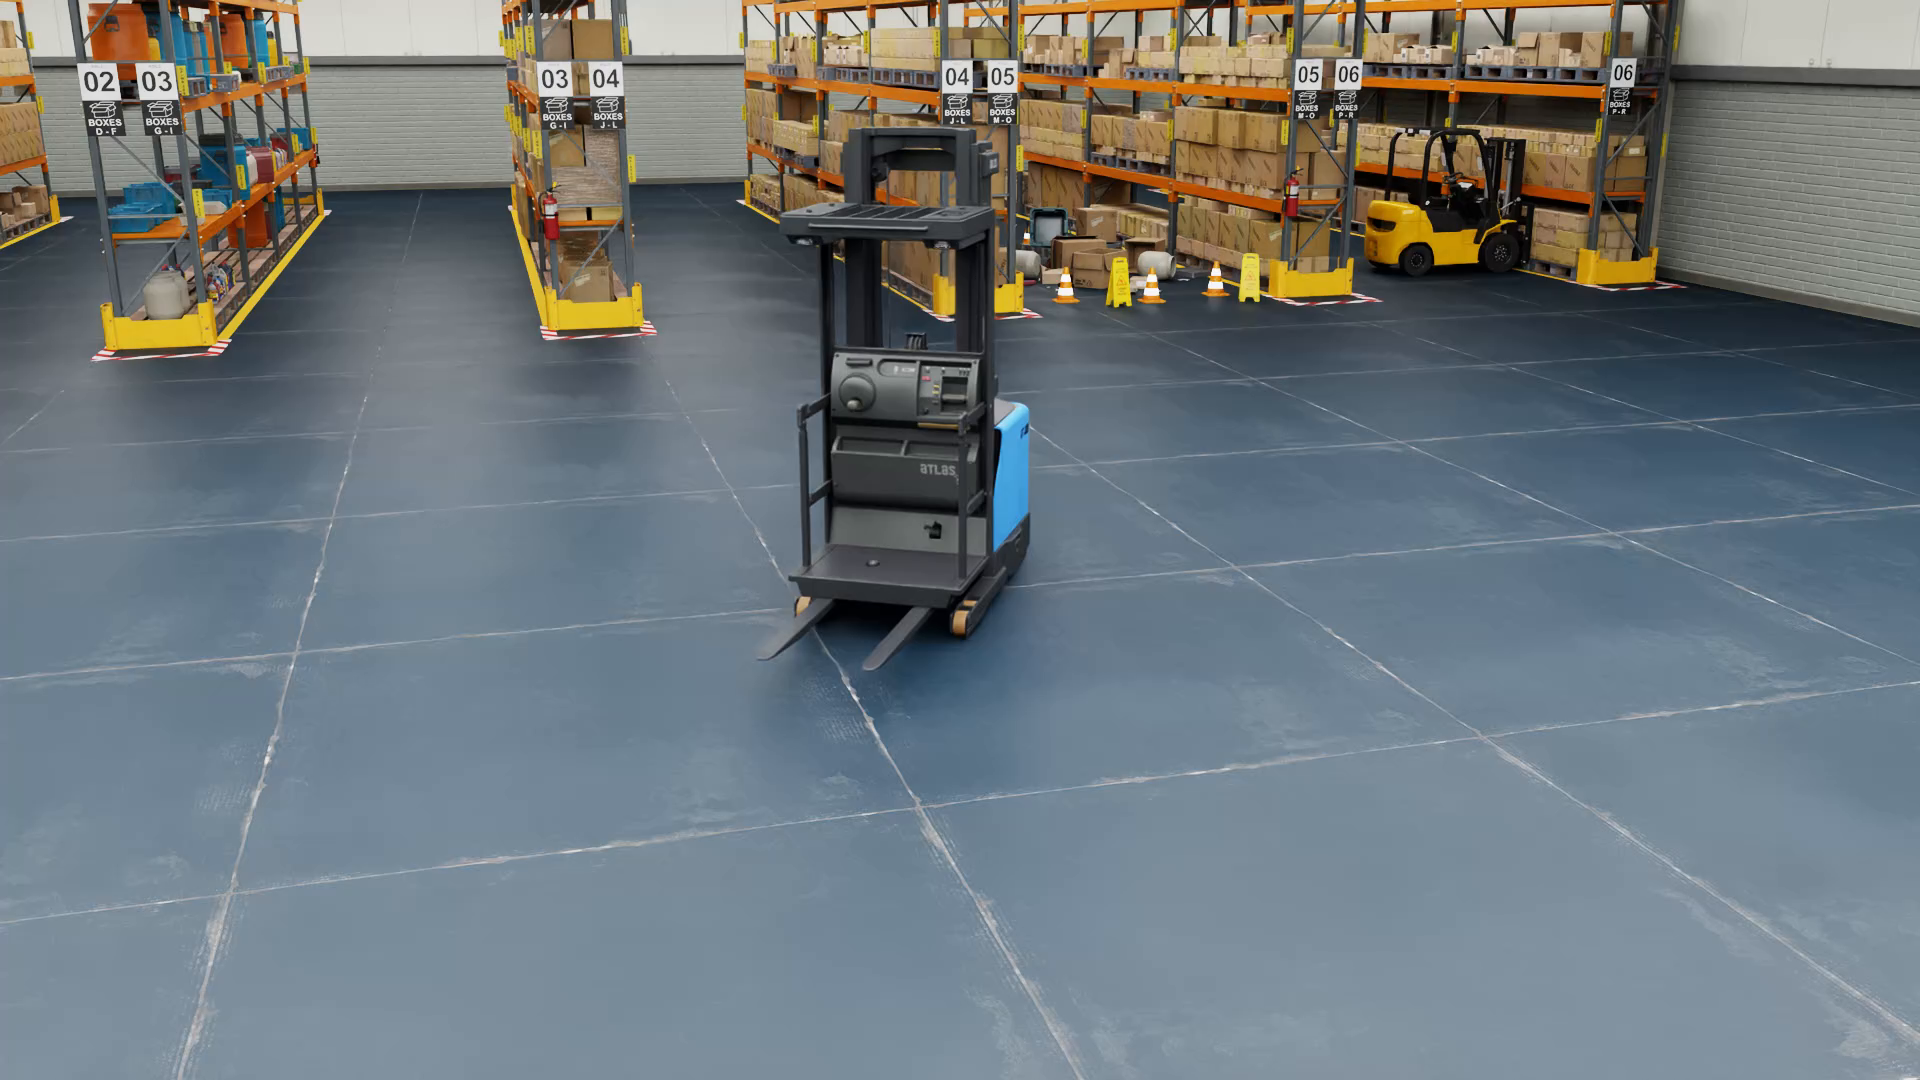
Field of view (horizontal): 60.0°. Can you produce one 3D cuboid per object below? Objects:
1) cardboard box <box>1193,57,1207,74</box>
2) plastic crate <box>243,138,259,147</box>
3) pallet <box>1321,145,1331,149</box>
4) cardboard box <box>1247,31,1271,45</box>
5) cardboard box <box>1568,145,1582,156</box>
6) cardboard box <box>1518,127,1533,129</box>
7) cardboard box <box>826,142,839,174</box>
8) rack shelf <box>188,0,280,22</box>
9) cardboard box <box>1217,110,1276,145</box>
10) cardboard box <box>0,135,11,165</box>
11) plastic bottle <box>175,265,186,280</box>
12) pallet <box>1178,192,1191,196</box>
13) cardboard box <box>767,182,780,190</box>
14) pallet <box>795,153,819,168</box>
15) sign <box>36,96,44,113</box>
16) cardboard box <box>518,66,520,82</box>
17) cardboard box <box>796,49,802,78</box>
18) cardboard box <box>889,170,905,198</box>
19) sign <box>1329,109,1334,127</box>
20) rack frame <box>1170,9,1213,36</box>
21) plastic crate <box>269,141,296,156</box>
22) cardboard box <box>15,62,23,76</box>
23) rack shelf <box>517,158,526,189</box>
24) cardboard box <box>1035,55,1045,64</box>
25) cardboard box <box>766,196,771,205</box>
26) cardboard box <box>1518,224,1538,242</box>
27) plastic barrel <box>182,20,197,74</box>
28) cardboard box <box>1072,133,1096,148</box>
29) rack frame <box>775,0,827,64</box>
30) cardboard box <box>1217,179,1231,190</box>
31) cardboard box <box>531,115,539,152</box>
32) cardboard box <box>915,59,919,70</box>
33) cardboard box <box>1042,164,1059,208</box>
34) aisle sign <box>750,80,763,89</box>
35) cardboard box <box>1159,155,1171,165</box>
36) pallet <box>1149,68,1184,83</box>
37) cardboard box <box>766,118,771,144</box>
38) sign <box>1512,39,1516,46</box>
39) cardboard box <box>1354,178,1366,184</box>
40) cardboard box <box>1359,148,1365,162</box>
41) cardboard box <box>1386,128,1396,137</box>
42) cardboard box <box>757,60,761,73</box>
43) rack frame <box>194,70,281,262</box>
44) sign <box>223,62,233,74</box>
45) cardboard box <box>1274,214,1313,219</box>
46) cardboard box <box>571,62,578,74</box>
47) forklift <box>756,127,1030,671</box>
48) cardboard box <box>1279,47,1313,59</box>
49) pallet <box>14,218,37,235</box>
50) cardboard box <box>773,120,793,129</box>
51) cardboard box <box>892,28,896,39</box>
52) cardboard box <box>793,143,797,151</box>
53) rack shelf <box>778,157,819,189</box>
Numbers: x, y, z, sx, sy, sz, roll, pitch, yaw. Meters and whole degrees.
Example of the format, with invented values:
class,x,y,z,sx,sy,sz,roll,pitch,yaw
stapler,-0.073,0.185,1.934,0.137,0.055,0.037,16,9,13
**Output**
class,x,y,z,sx,sy,sz,roll,pitch,yaw
cardboard box,3.878,-7.216,25.290,0.500,0.250,0.500,-5,17,-16
plastic crate,-13.076,-7.155,30.481,0.392,0.384,0.575,-5,17,-15
pallet,7.288,-7.584,32.319,1.213,0.211,1.003,-5,17,-15
cardboard box,6.189,-10.396,34.427,0.396,0.266,0.258,-5,17,-16
cardboard box,9.277,-5.782,24.684,0.380,0.149,0.250,-4,17,-14
cardboard box,9.263,-6.615,26.941,0.380,0.149,0.250,-5,17,-16
cardboard box,-1.955,-6.443,28.014,0.500,0.500,0.500,-5,17,-16
rack shelf,-12.070,-8.816,27.604,1.077,0.370,4.000,-5,17,-15
cardboard box,4.244,-6.103,24.627,0.700,0.500,0.500,-5,17,-16
cardboard box,-17.405,-6.993,29.844,0.500,0.500,0.500,-4,17,-14
plastic bottle,-10.460,-3.516,22.284,0.144,0.351,0.185,-5,17,-15
pallet,5.584,-8.130,38.650,1.003,0.211,1.213,-5,17,-15
cardboard box,-3.752,-7.267,34.123,0.380,0.149,0.250,-6,18,-18
pallet,-2.260,-6.778,29.636,1.213,0.211,1.003,-5,17,-15
sign,-17.944,-8.492,32.446,0.100,0.325,0.005,-5,17,-15
cardboard box,-6.874,-7.532,26.858,0.500,0.250,0.500,-4,17,-14
cardboard box,-2.646,-8.579,29.911,0.500,0.500,0.500,-5,17,-15
cardboard box,-0.541,-5.236,23.910,0.875,0.550,0.550,-5,17,-15
sign,7.022,-7.965,31.379,0.100,0.325,0.005,-5,17,-15
rack frame,5.343,-12.580,38.189,1.000,3.000,0.127,-5,17,-15
plastic crate,-12.862,-7.441,31.610,0.437,0.282,0.530,-5,17,-15
cardboard box,-17.961,-8.852,31.253,0.500,0.250,0.500,-5,17,-15
rack shelf,-7.308,-6.526,29.713,1.077,0.370,4.000,-5,17,-15
cardboard box,1.682,-9.355,32.344,0.380,0.166,0.250,-6,18,-19
cardboard box,-3.781,-6.991,34.238,0.380,0.149,0.250,-5,17,-15
cardboard box,9.016,-4.795,25.883,0.500,0.250,0.500,-5,17,-17
plastic barrel,-10.770,-6.619,22.688,0.600,0.901,0.708,-5,17,-15
cardboard box,2.393,-7.382,30.705,0.500,0.250,0.500,-5,17,-15
rack frame,-3.061,-10.661,31.800,1.000,3.000,0.127,-5,17,-15
cardboard box,4.086,-5.339,24.949,0.380,0.149,0.250,-5,17,-15
cardboard box,-5.641,-5.597,22.942,0.500,0.500,0.500,-5,17,-15
cardboard box,-0.389,-6.309,22.061,0.380,0.149,0.250,-5,17,-15
cardboard box,2.174,-6.976,32.925,0.875,0.875,0.875,-4,17,-14
aisle sign,-4.469,-10.135,35.961,0.394,0.787,0.004,-5,17,-15
cardboard box,3.462,-6.195,27.069,0.380,0.149,0.250,-4,17,-14
pallet,3.802,-7.520,26.884,1.213,0.211,1.003,-5,17,-15
cardboard box,-3.607,-8.233,33.456,0.500,0.500,0.500,-5,17,-17
sign,9.174,-8.154,27.632,0.100,0.325,0.005,-5,17,-15
cardboard box,7.698,-6.977,32.454,0.380,0.149,0.250,-4,17,-12
cardboard box,7.562,-7.140,30.770,0.500,0.250,0.500,-5,17,-16
cardboard box,7.806,-7.241,29.543,0.380,0.149,0.250,-5,17,-17
cardboard box,-3.857,-9.683,34.021,0.500,0.250,0.500,-5,17,-16
rack frame,-11.521,-5.925,26.464,1.000,3.000,0.127,-5,17,-15
sign,-9.889,-6.300,22.482,0.100,0.325,0.005,-5,17,-15
cardboard box,4.858,-4.527,24.554,0.500,0.500,0.500,-5,18,-17
cardboard box,-4.895,-5.793,20.378,0.380,0.149,0.250,-5,18,-17
forklift,-0.393,-0.941,9.990,1.130,2.935,3.031,4,17,14
cardboard box,4.592,-6.656,22.733,0.380,0.149,0.250,-5,17,-15
pallet,-17.910,-5.834,31.006,1.003,0.211,1.213,-5,17,-15
cardboard box,-3.395,-8.008,32.070,0.380,0.149,0.250,-4,17,-12
cardboard box,-0.738,-7.042,23.115,0.380,0.149,0.250,-5,17,-15
cardboard box,-2.817,-7.145,30.233,0.380,0.149,0.250,-5,18,-18
rack shelf,-2.511,-6.890,30.925,1.077,0.370,4.000,-5,17,-15
